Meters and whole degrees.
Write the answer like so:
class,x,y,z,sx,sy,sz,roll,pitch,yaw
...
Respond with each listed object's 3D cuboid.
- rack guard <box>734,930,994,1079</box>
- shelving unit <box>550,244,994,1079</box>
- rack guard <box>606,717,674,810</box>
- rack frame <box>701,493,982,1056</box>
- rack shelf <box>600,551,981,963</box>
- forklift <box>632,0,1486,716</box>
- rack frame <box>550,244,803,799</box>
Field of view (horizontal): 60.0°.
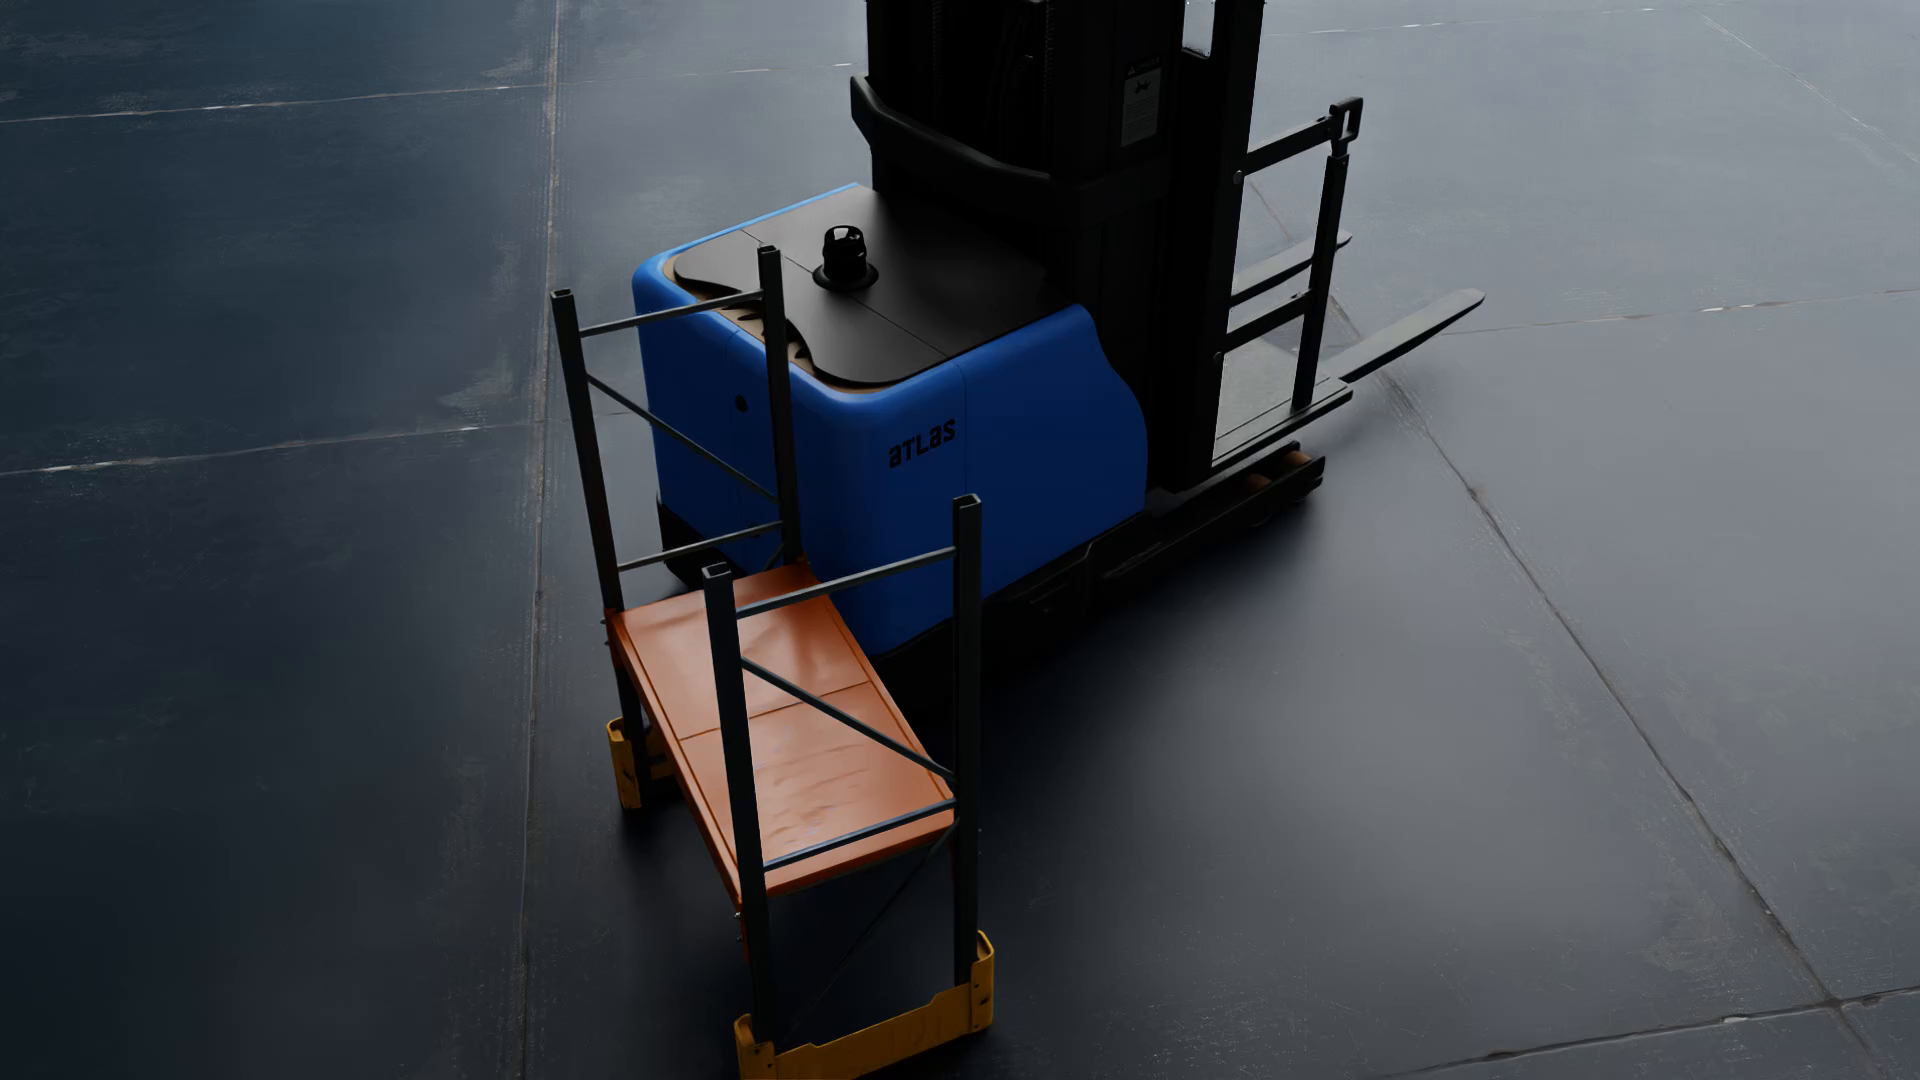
class,x,y,z,sx,sy,sz,roll,pitch,yaw
rack guard,-0.203,1.065,3.675,0.587,0.250,0.087,-16,41,-19
shelving unit,-0.413,0.295,3.648,0.587,1.500,1.083,-16,41,-19
rack guard,-0.624,0.512,4.388,0.587,0.250,0.087,-16,41,-19
rack frame,-0.194,0.583,3.278,0.500,1.500,0.032,-16,41,-19
rack shelf,-0.409,0.442,3.752,0.538,0.185,1.000,-16,41,-19
forklift,0.547,-1.420,4.689,3.031,2.935,1.130,-28,46,-31
rack frame,-0.624,0.017,4.005,0.500,1.500,0.032,-16,41,-19
